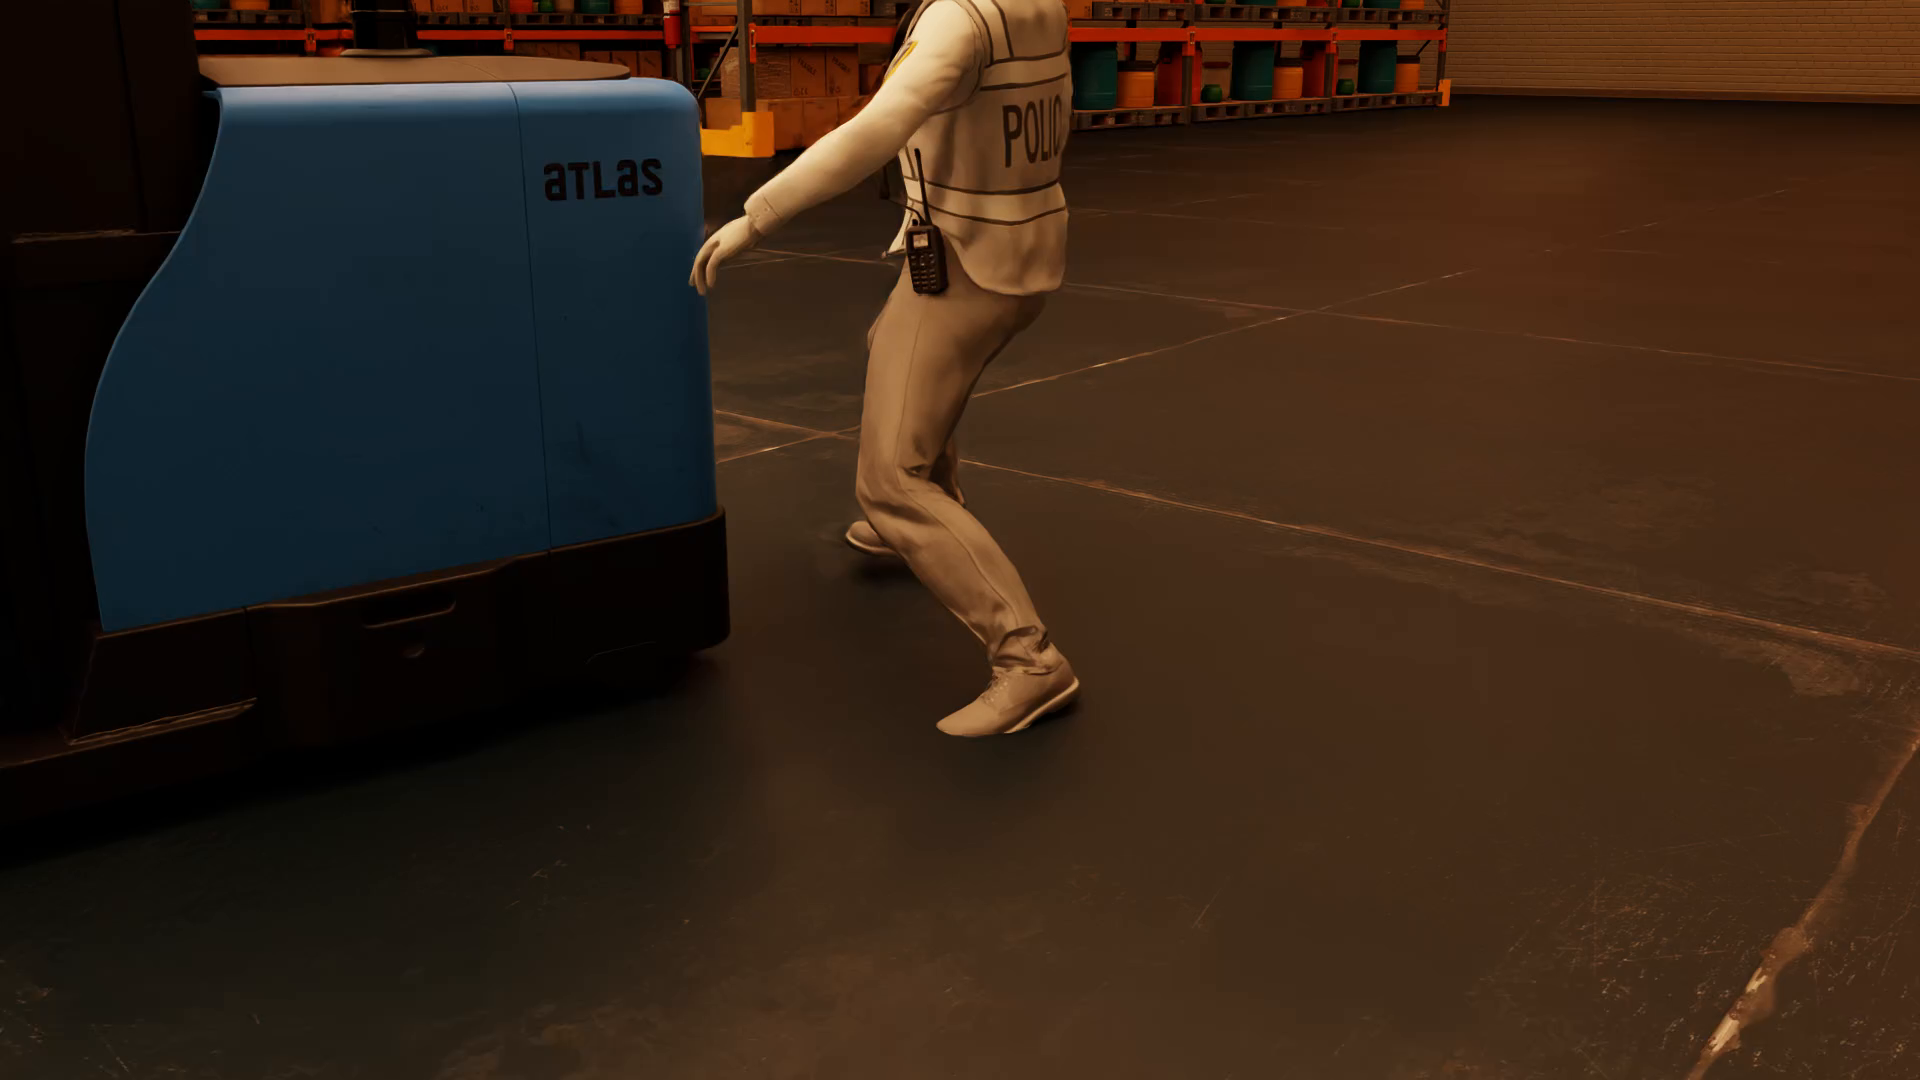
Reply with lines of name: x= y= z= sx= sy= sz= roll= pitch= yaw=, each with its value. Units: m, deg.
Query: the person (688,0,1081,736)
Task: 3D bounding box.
person: x=-0.050 y=-0.505 z=3.082 sx=0.774 sy=1.537 sz=0.899 roll=8 pitch=19 yaw=24

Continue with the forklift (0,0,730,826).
forklift: x=-1.916 y=-1.009 z=2.221 sx=3.031 sy=2.935 sz=1.130 roll=-12 pitch=21 yaw=-35
